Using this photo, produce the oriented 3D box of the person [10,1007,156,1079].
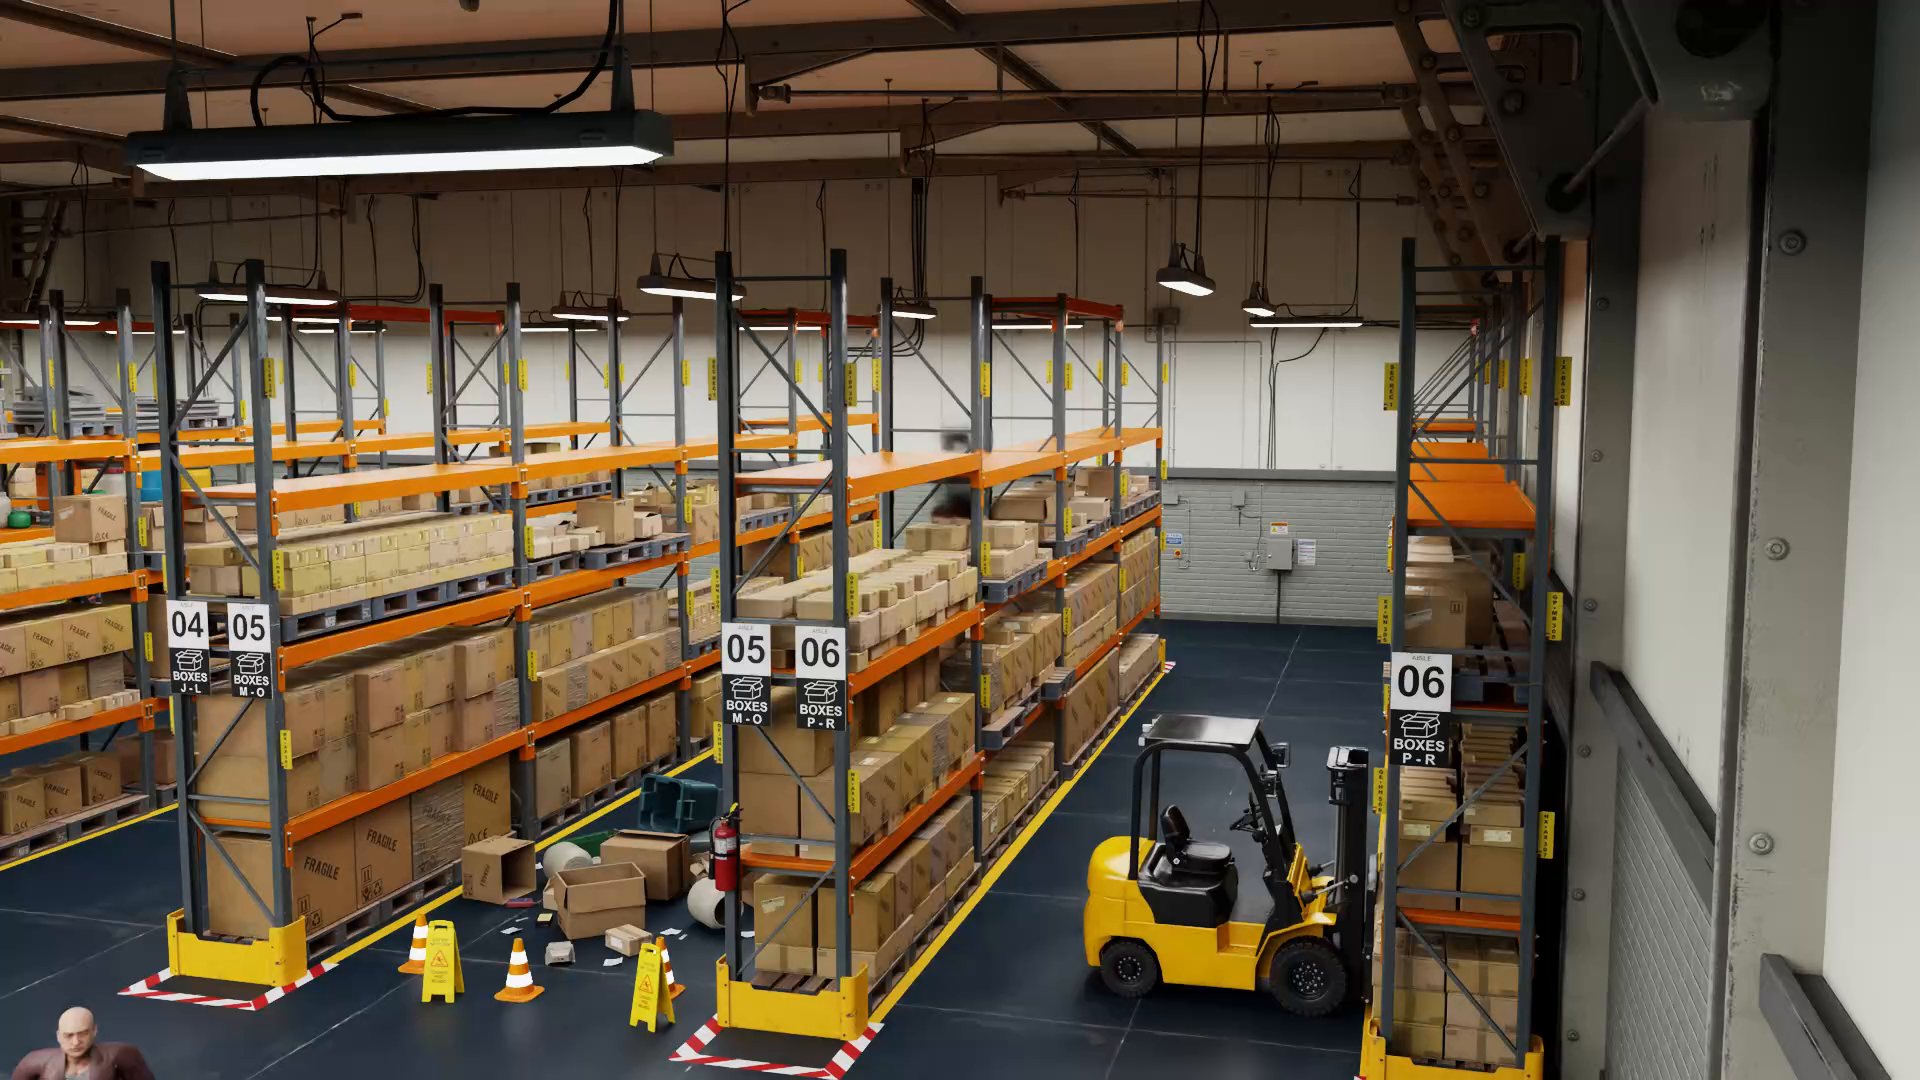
[{"bbox_3d":[-4.765,3.338,9.053,0.741,1.741,1.108,-2,7,-22],"label":"person"}]
